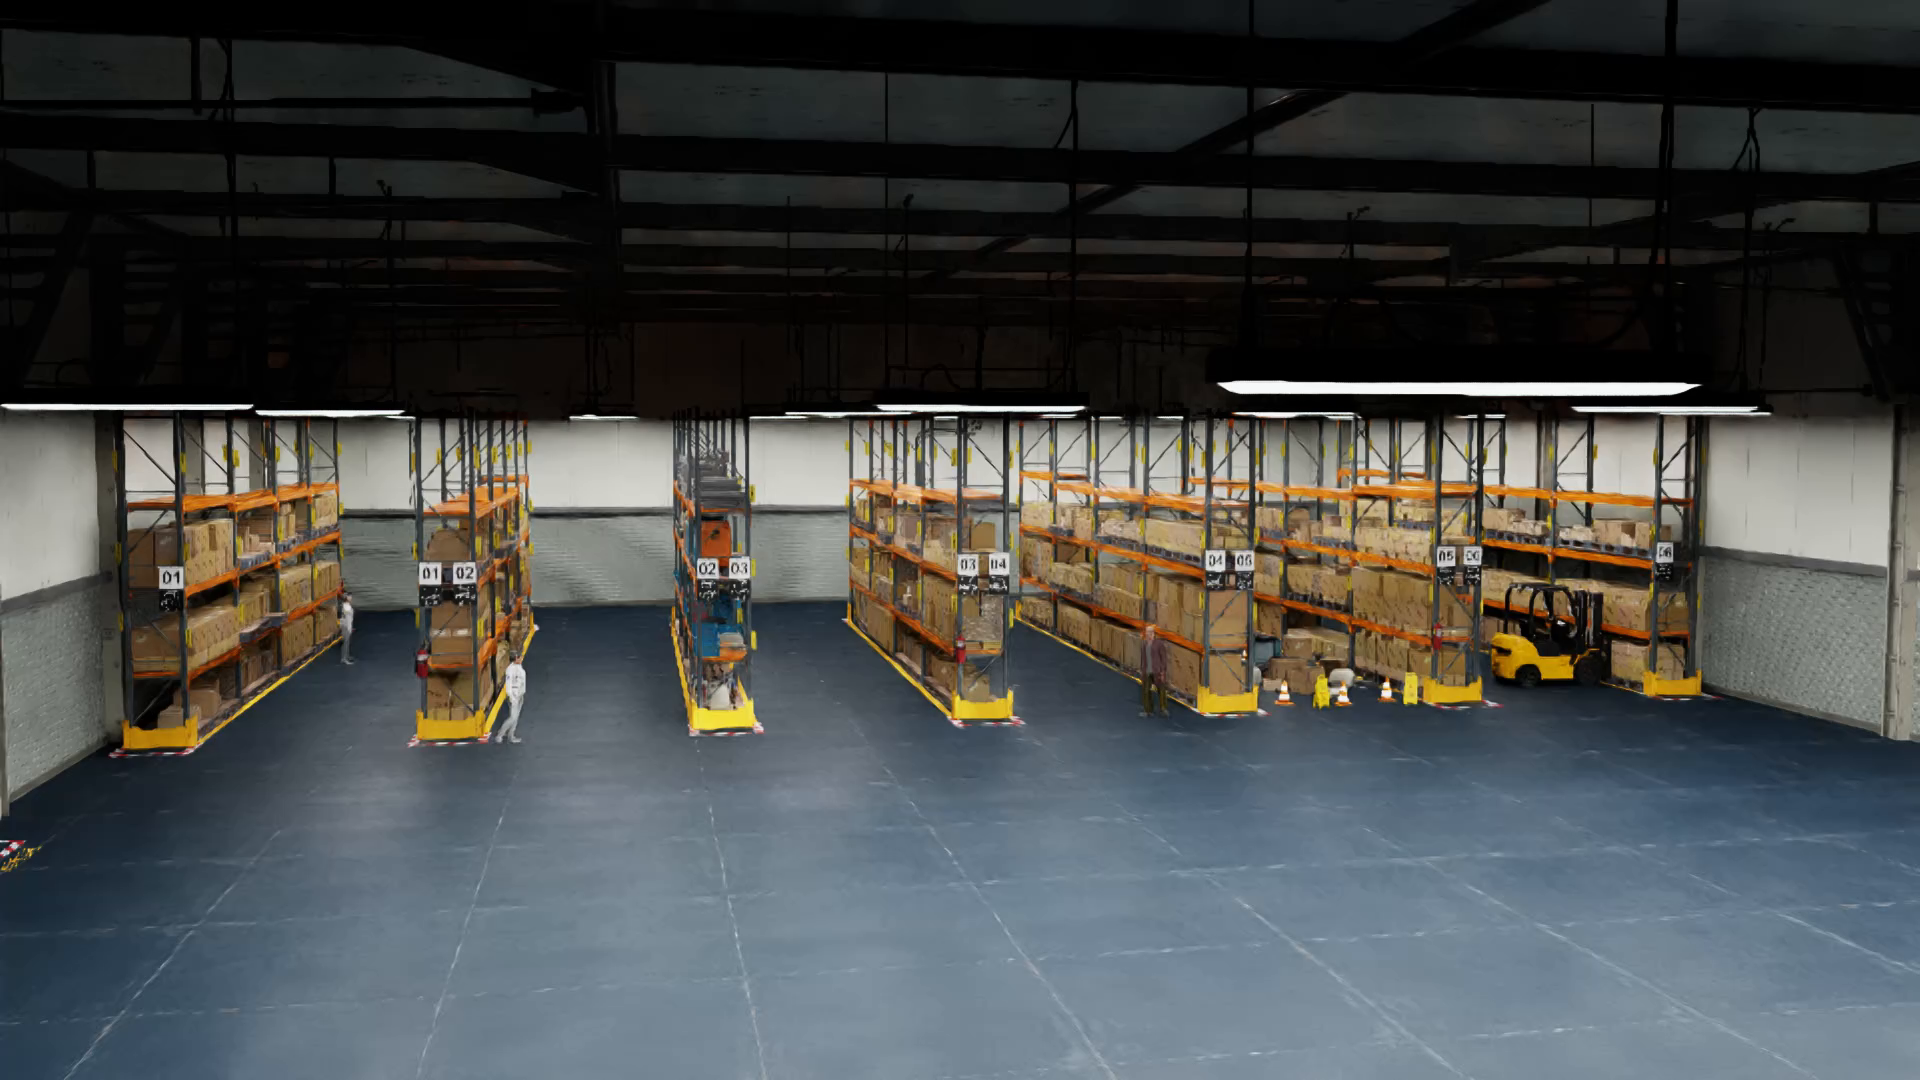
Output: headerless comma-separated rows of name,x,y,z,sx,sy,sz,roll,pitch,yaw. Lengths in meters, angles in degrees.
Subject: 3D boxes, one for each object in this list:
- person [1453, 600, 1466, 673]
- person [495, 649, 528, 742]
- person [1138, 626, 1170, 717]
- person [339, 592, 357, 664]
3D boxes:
person,11.298,2.189,37.828,0.465,1.676,0.498,1,4,19
person,-7.964,2.782,29.572,0.423,1.657,0.642,1,4,16
person,3.777,2.542,32.372,0.607,1.769,0.656,3,5,35
person,-14.495,2.070,39.409,0.434,1.681,0.554,-2,5,-31
